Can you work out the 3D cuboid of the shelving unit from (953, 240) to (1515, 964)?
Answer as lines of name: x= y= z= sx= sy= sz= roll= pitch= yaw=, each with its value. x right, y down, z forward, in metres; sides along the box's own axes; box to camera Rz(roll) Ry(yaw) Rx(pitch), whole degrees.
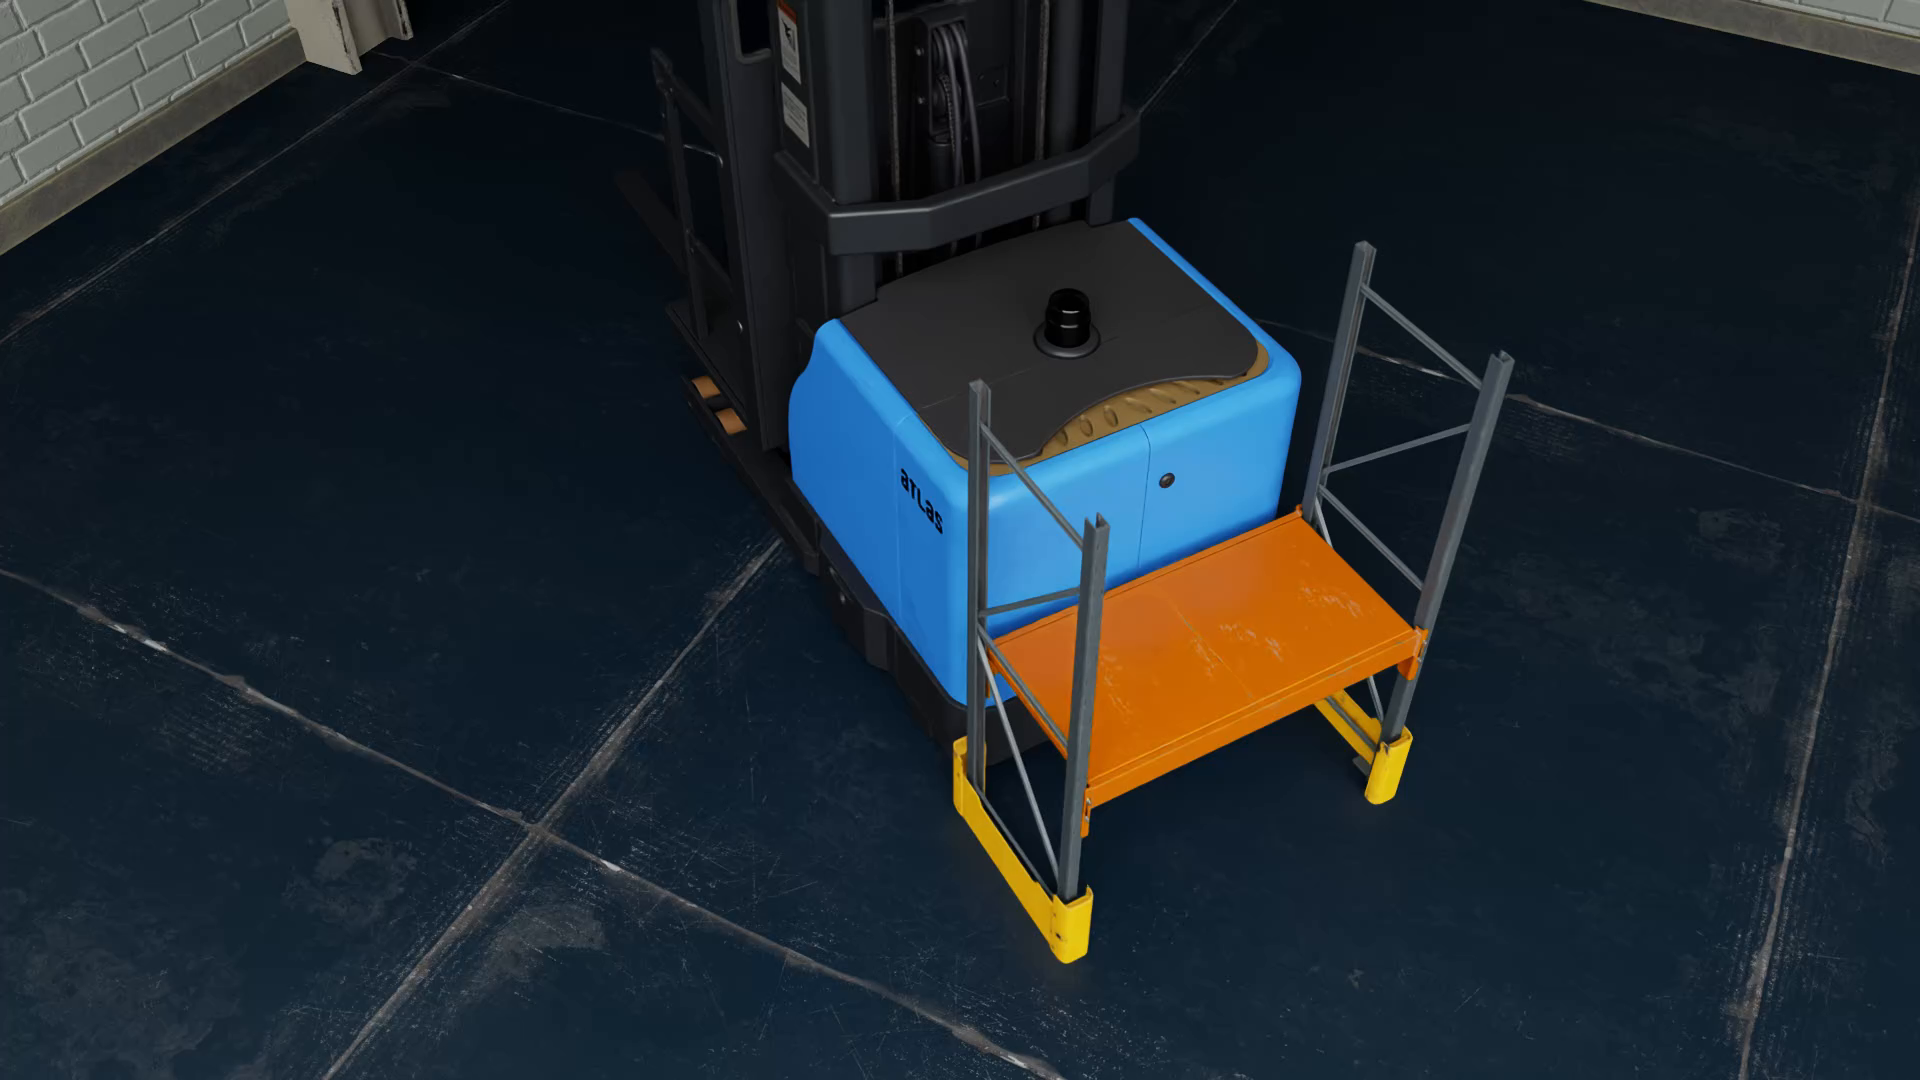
shelving unit: x=0.588 y=0.177 z=4.020 sx=1.083 sy=1.500 sz=0.587 roll=-22 pitch=49 yaw=-20

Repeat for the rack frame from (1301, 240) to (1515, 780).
rack frame: x=1.039 y=-0.002 z=4.198 sx=0.032 sy=1.500 sz=0.500 roll=-22 pitch=49 yaw=-20

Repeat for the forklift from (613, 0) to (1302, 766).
forklift: x=-0.281 y=-1.453 z=4.625 sx=1.130 sy=2.935 sz=3.031 roll=-22 pitch=49 yaw=-20

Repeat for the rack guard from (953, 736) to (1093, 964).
rack guard: x=0.153 y=0.789 z=4.294 sx=0.087 sy=0.250 sz=0.587 roll=-22 pitch=49 yaw=-20

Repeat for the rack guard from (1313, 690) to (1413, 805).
rack guard: x=1.022 y=0.444 z=4.636 sx=0.087 sy=0.250 sz=0.587 roll=-22 pitch=49 yaw=-20

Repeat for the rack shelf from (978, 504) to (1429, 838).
rack shelf: x=0.596 y=0.300 z=4.151 sx=1.000 sy=0.185 sz=0.538 roll=-22 pitch=49 yaw=-20

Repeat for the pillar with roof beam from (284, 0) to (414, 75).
pillar with roof beam: x=1.126 y=-3.946 z=2.823 sx=9.100 sy=9.000 sz=0.400 roll=20 pitch=49 yaw=19

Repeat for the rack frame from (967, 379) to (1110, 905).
rack frame: x=0.152 y=0.350 z=3.849 sx=0.032 sy=1.500 sz=0.500 roll=-22 pitch=49 yaw=-20
